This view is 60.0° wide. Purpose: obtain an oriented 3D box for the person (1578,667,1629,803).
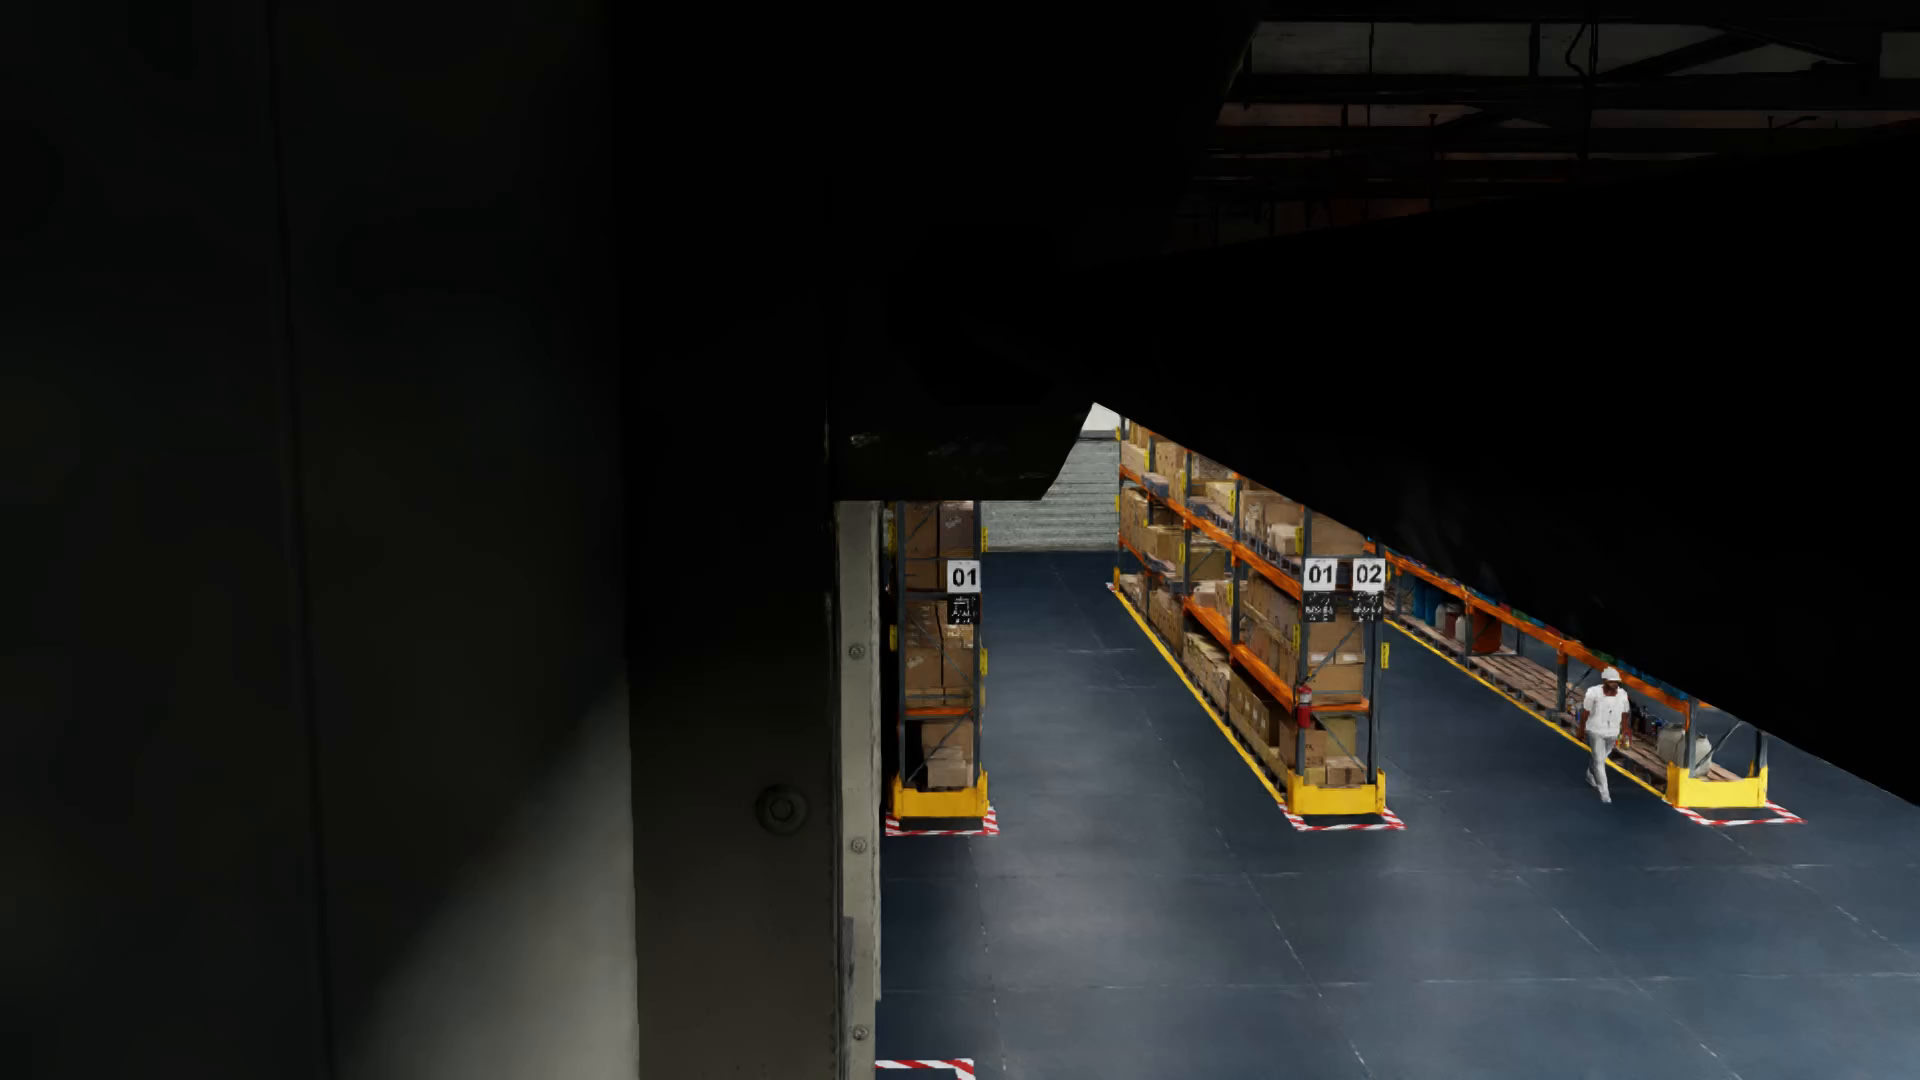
[{"bbox_3d":[8.252,2.439,21.222,0.574,1.687,1.116,0,8,-3],"label":"person"}]
